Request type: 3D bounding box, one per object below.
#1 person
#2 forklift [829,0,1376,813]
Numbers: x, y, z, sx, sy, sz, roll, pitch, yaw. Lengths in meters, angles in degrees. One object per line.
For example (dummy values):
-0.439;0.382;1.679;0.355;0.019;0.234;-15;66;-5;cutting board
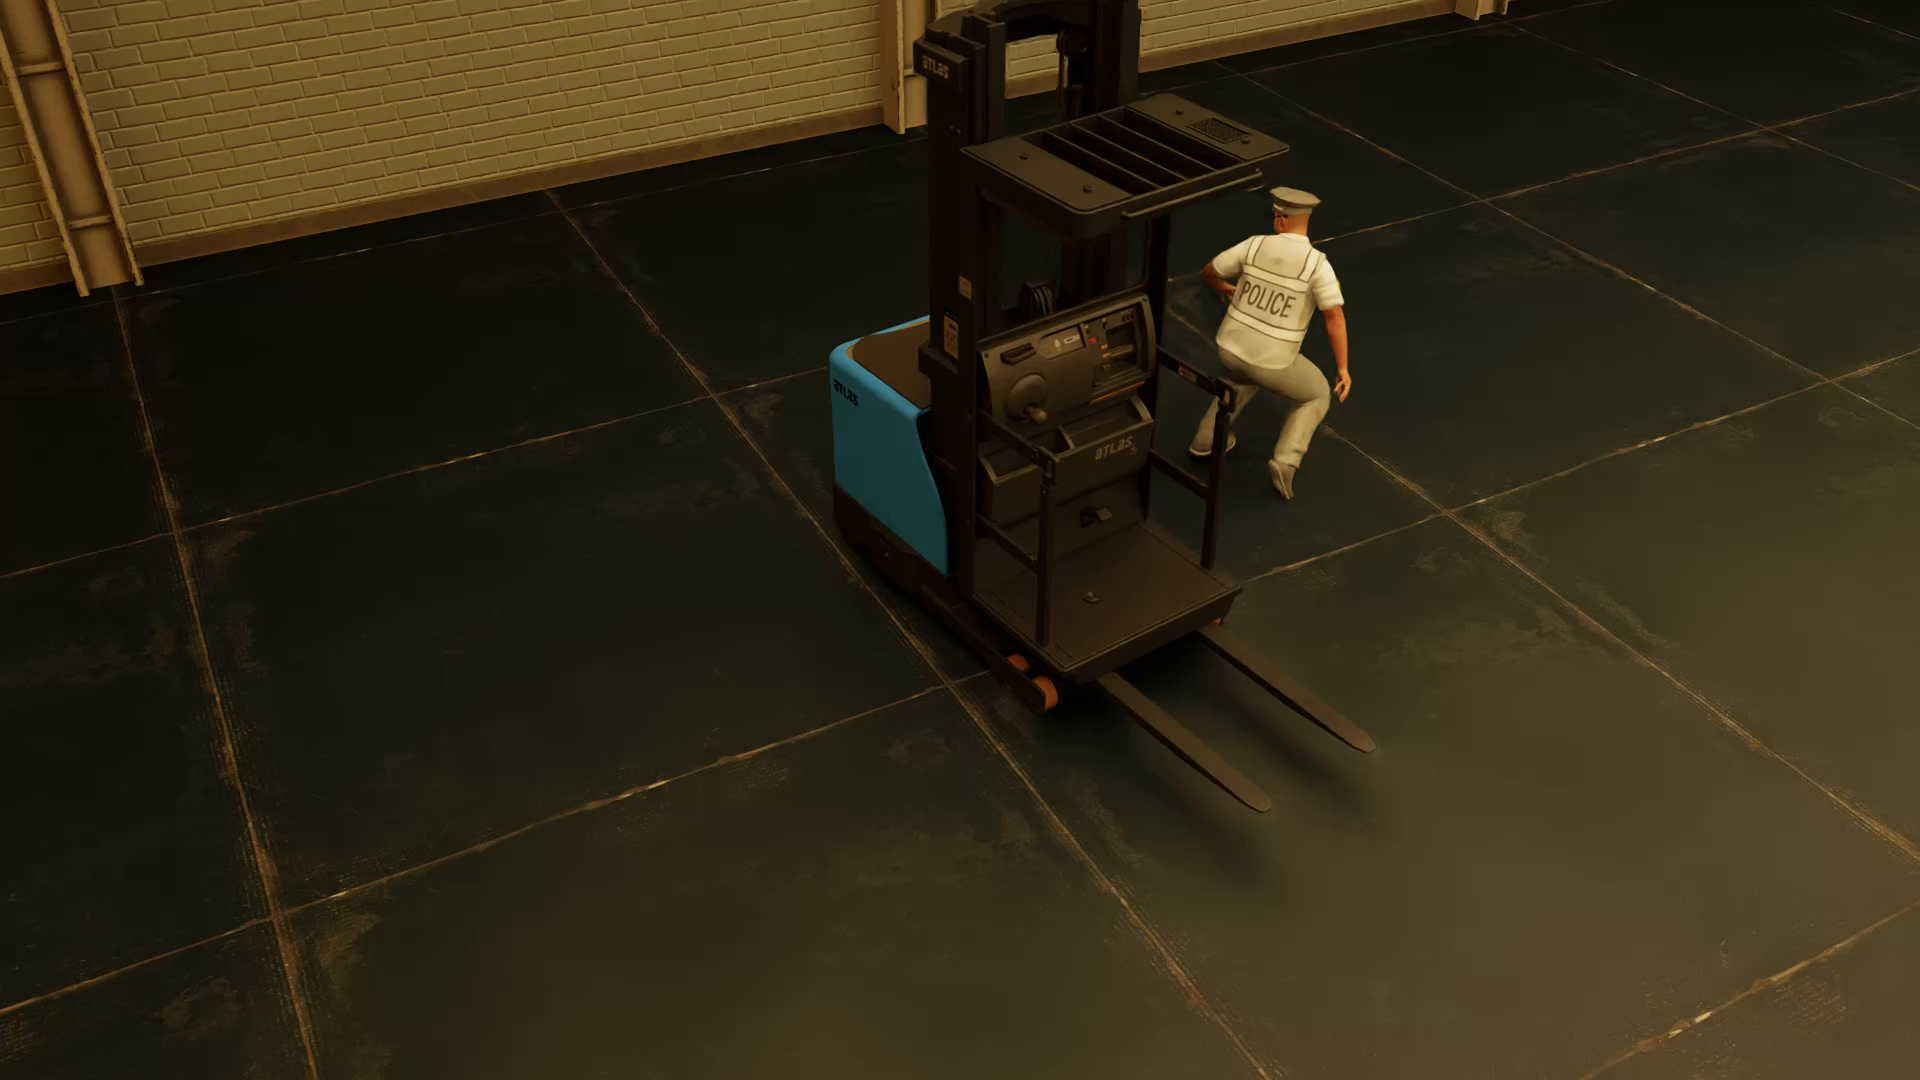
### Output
1.685;-1.001;8.793;1.003;1.648;0.550;26;43;32;person
0.610;-0.734;7.162;1.130;2.935;3.031;-23;41;-28;forklift
